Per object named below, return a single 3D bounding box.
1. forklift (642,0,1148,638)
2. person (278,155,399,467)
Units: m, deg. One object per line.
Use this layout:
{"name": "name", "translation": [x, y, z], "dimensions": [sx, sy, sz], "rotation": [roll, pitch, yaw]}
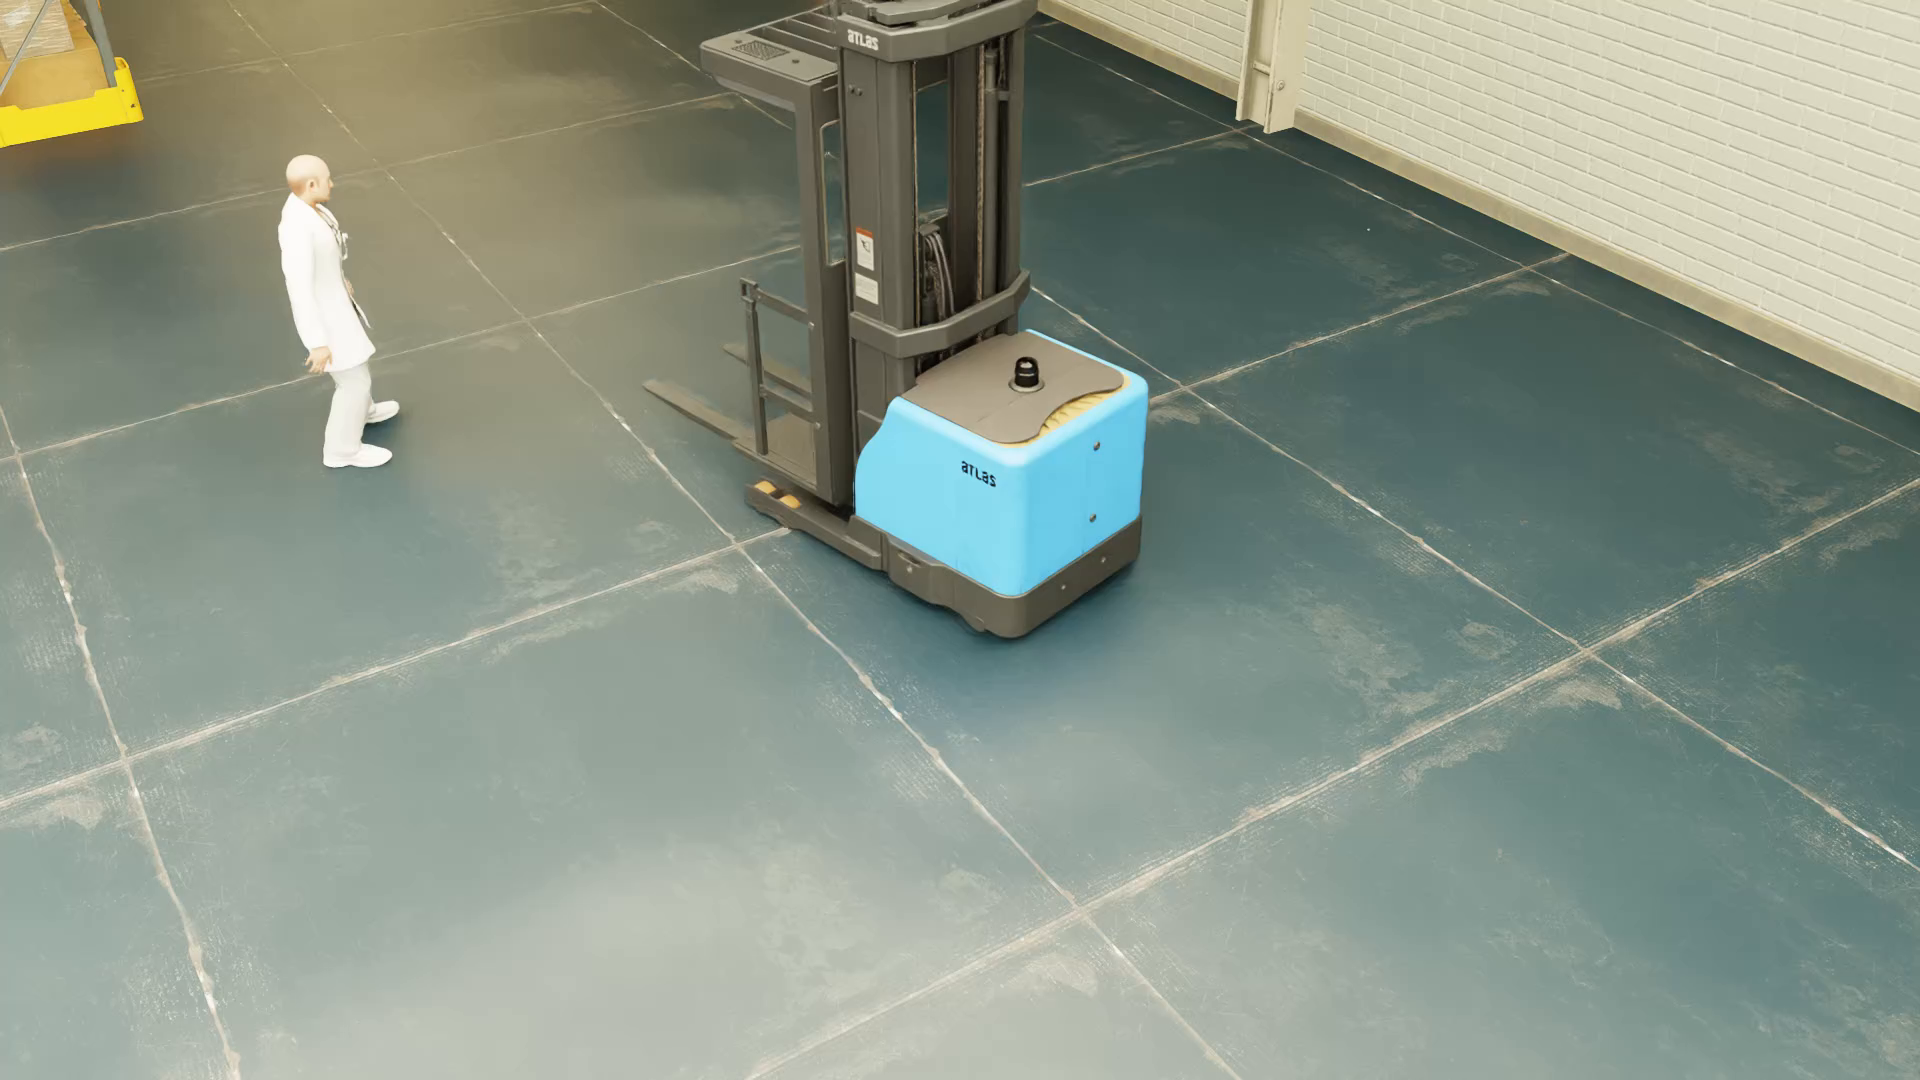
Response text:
{"name": "forklift", "translation": [-0.504, -1.464, 8.231], "dimensions": [3.031, 2.935, 1.130], "rotation": [28, 44, 34]}
{"name": "person", "translation": [-3.375, -1.223, 8.918], "dimensions": [0.431, 1.751, 0.852], "rotation": [-11, 36, -15]}
